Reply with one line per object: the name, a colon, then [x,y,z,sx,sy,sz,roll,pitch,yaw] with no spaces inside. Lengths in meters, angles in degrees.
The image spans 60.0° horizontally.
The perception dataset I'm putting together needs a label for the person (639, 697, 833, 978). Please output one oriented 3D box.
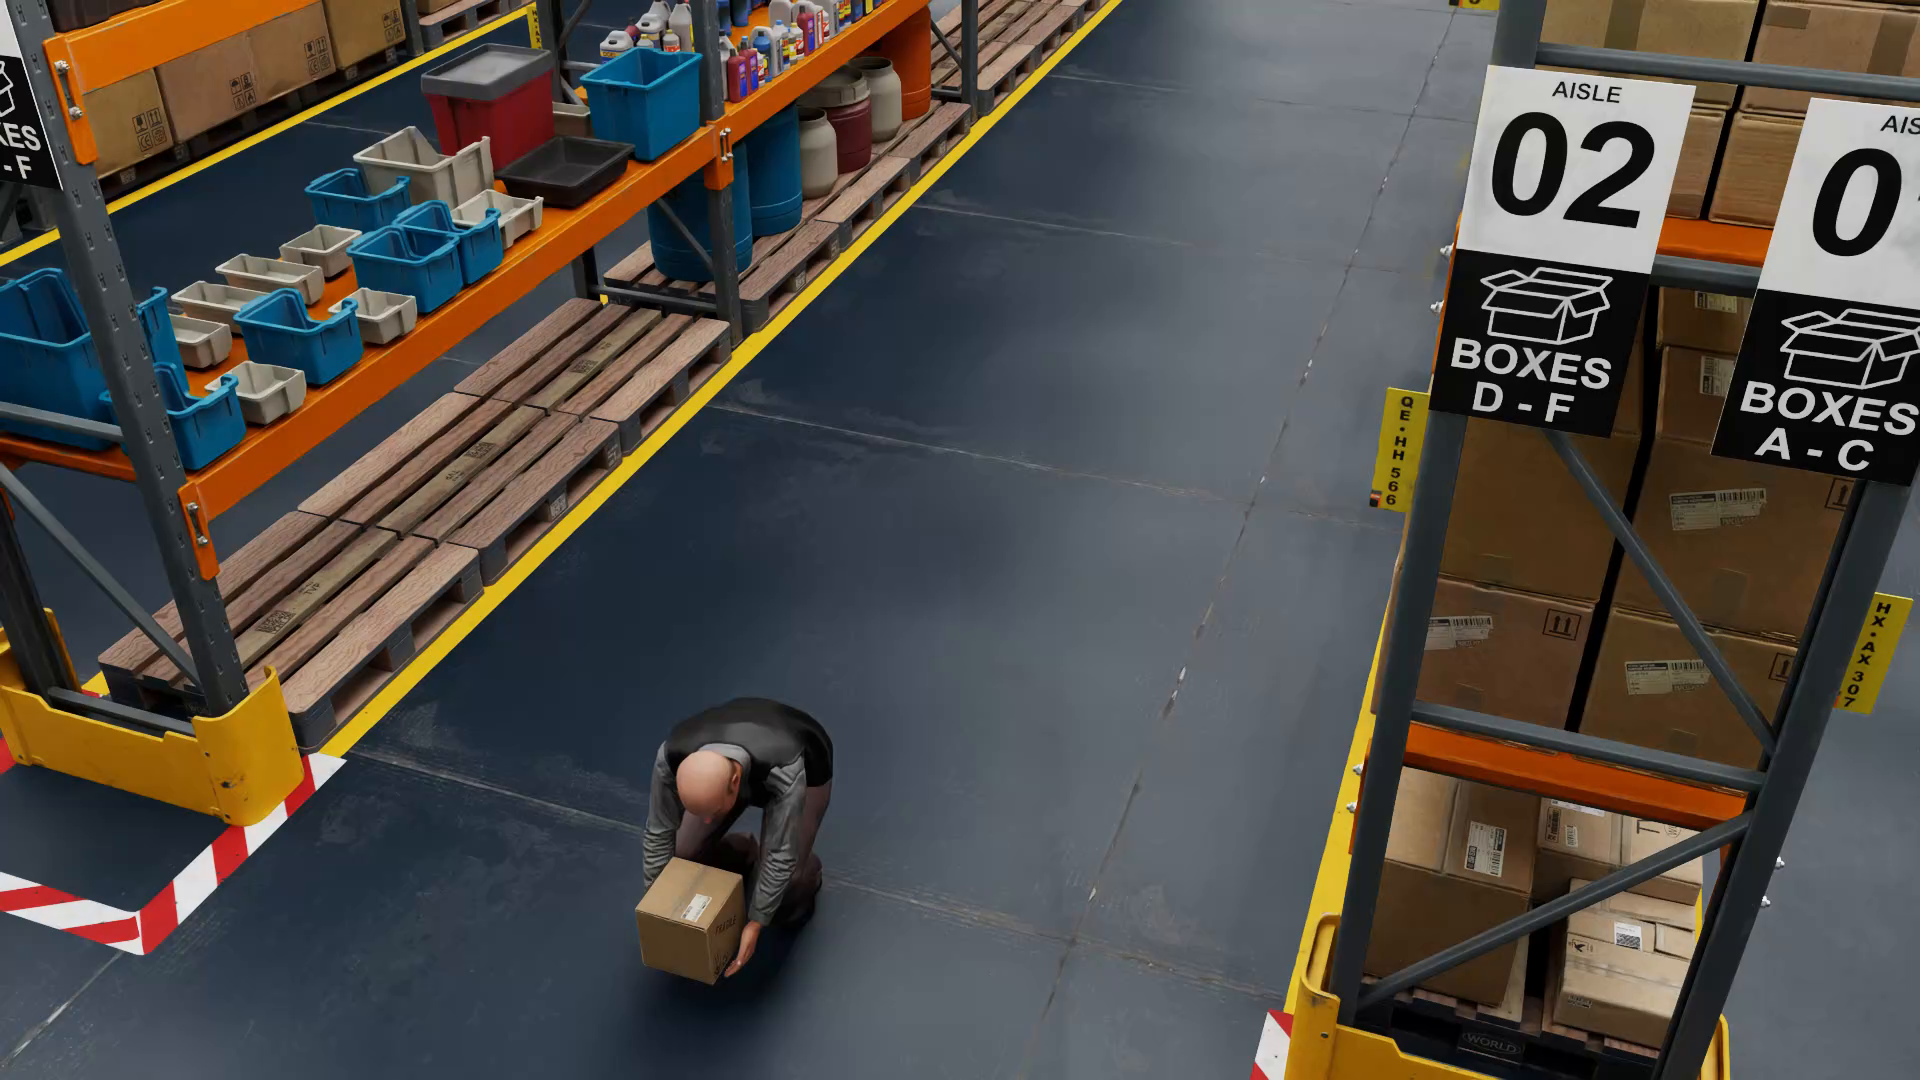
person: [-0.710,0.902,5.473,0.540,0.967,0.872,11,35,16]
